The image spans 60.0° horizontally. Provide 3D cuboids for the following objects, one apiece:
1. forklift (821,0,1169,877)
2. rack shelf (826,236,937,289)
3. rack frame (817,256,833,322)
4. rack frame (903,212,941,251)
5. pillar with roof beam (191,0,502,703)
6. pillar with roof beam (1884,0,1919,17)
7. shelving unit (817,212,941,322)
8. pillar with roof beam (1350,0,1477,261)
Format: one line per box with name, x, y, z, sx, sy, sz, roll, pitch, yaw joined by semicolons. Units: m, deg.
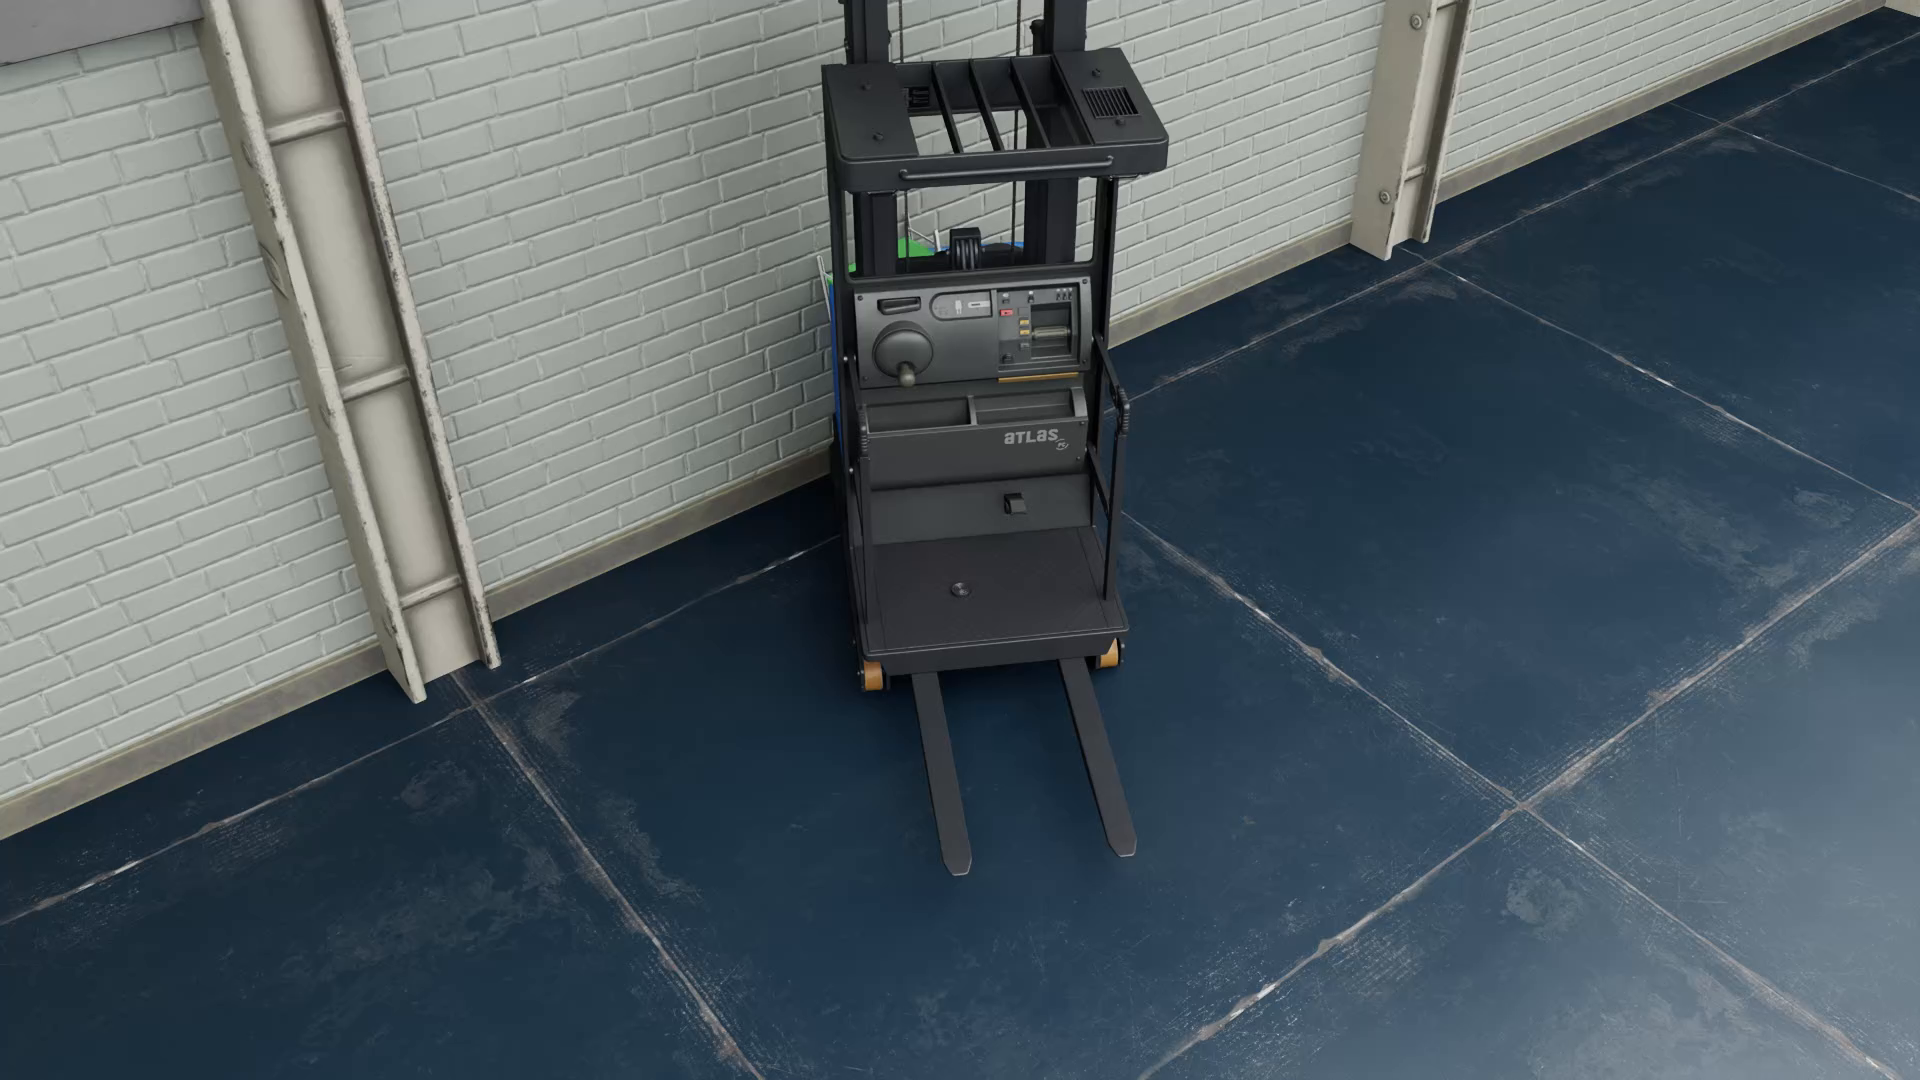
forklift;0.088;-0.742;6.344;1.130;2.935;3.031;-5;40;-6
rack shelf;-0.348;-1.193;7.559;0.480;0.148;0.258;-32;46;-24
rack frame;-0.486;-0.766;7.737;0.015;1.200;0.240;-32;46;-24
rack frame;-0.106;-1.003;7.932;0.015;1.200;0.240;-32;46;-24
pillar with roof beam;0.417;-0.785;1.612;0.400;9.000;9.100;-26;46;-28
pillar with roof beam;9.932;-5.423;7.265;0.400;9.000;9.100;-26;46;-28
shelving unit;-0.296;-0.885;7.834;0.503;1.200;0.258;-32;46;-24
pillar with roof beam;5.174;-3.104;4.439;0.400;9.000;9.100;-26;46;-28
